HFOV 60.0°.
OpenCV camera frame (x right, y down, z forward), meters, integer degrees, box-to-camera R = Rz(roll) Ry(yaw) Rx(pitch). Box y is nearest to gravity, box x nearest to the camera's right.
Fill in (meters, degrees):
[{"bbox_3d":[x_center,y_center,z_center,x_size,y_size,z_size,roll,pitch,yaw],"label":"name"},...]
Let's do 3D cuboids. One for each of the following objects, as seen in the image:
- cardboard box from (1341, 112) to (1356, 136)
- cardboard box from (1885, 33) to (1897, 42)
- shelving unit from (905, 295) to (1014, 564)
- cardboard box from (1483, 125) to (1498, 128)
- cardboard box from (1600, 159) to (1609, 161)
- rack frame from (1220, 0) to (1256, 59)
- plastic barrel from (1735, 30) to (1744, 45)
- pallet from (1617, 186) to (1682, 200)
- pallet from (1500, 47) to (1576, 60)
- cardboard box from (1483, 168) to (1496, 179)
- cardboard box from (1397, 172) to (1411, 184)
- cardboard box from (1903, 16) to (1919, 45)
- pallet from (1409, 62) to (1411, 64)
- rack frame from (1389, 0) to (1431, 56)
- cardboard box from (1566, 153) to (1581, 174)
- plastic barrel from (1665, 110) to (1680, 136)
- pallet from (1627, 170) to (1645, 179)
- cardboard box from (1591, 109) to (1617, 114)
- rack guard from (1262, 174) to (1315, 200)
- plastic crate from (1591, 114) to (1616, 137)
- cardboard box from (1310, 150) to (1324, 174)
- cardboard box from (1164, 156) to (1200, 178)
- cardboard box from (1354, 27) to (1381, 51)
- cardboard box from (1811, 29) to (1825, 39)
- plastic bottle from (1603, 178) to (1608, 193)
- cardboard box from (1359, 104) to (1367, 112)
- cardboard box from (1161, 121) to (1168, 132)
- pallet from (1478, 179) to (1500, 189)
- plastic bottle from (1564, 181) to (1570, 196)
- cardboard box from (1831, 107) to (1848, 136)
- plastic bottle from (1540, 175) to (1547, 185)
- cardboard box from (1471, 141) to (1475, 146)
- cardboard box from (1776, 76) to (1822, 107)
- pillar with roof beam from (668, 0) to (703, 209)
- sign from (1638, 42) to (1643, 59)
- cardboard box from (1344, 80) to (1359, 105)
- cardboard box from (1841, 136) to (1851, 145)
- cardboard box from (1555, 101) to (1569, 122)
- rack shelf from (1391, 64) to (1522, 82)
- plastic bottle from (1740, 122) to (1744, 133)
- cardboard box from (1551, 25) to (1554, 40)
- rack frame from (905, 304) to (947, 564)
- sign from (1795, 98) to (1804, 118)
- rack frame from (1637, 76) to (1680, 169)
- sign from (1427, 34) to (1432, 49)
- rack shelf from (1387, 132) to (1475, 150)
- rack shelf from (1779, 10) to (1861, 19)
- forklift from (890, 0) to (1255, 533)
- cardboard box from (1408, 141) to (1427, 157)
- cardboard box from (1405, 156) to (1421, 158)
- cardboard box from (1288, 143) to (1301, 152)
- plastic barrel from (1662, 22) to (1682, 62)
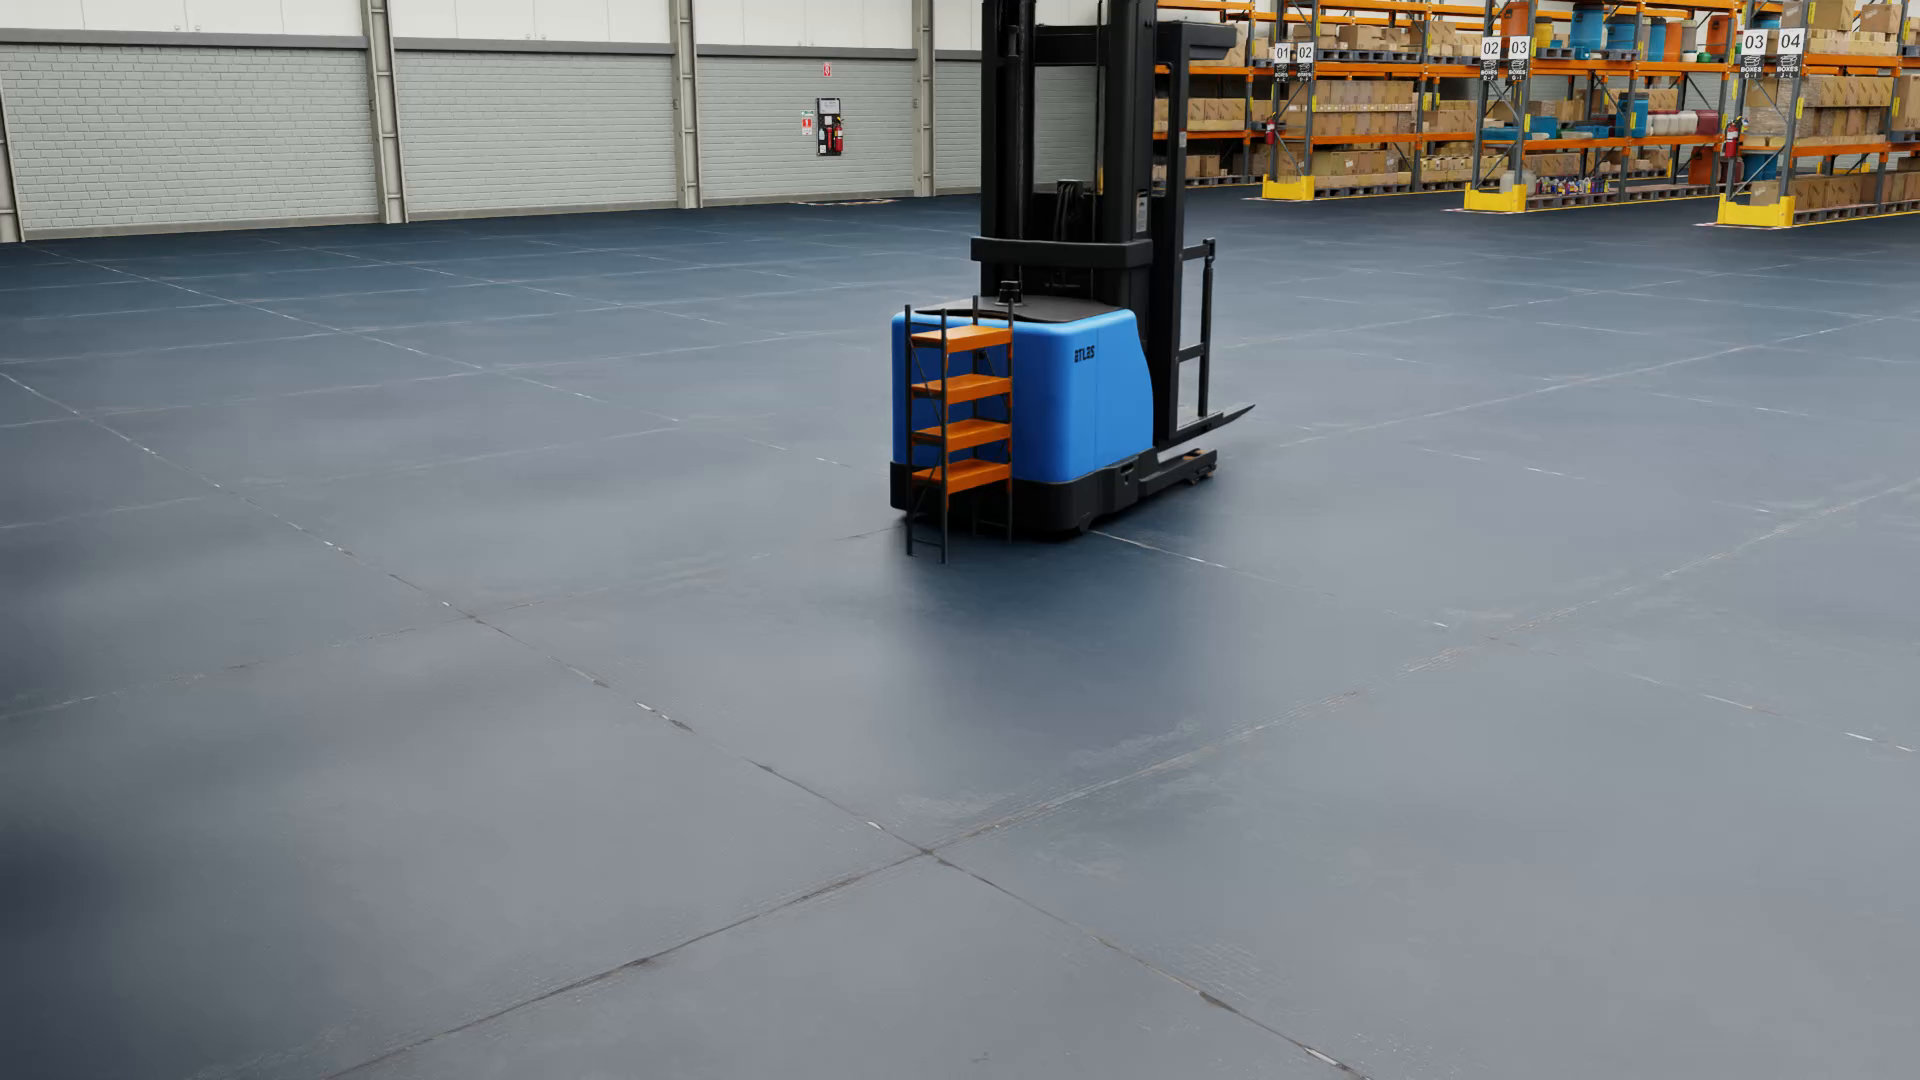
[{"bbox_3d":[8.168,-9.063,36.174,0.500,0.500,0.700,-12,19,-39],"label":"cardboard box"},{"bbox_3d":[16.499,-8.972,29.732,0.250,0.149,0.380,-12,19,-38],"label":"cardboard box"},{"bbox_3d":[0.000,-0.534,7.925,0.258,1.200,0.503,12,19,39],"label":"shelving unit"},{"bbox_3d":[12.574,-9.793,39.587,0.250,0.149,0.380,-13,19,-39],"label":"cardboard box"},{"bbox_3d":[16.898,-9.991,44.197,0.500,0.311,0.500,-13,19,-39],"label":"cardboard box"},{"bbox_3d":[6.799,-13.305,40.624,0.127,3.000,1.000,-13,19,-39],"label":"rack frame"},{"bbox_3d":[17.559,-11.203,37.489,0.433,0.535,0.433,0,15,0],"label":"plastic barrel"},{"bbox_3d":[14.790,-7.479,35.841,1.213,0.211,1.003,-13,19,-39],"label":"pallet"},{"bbox_3d":[10.974,-9.280,31.731,1.213,0.211,1.003,-13,19,-39],"label":"pallet"},{"bbox_3d":[12.448,-8.770,39.786,0.500,0.250,0.500,-13,20,-40],"label":"cardboard box"},{"bbox_3d":[9.848,-8.196,37.637,0.500,0.250,0.500,-13,19,-39],"label":"cardboard box"},{"bbox_3d":[16.974,-9.276,30.339,0.637,0.503,0.797,-14,20,-42],"label":"cardboard box"},{"bbox_3d":[12.175,-12.954,45.492,1.217,0.209,0.805,-14,20,-42],"label":"pallet"},{"bbox_3d":[10.054,-12.341,37.016,0.127,3.000,1.000,-13,19,-39],"label":"rack frame"},{"bbox_3d":[15.526,-9.582,42.300,0.500,0.500,0.500,-13,19,-39],"label":"cardboard box"},{"bbox_3d":[15.048,-8.861,35.346,0.433,0.535,0.433,0,15,0],"label":"plastic barrel"},{"bbox_3d":[17.529,-9.775,44.436,1.213,0.211,1.003,-13,19,-39],"label":"pallet"},{"bbox_3d":[16.652,-10.880,42.975,0.500,0.500,0.500,-12,19,-38],"label":"cardboard box"},{"bbox_3d":[7.018,-7.554,35.560,0.348,0.500,1.175,-13,19,-39],"label":"rack guard"},{"bbox_3d":[13.467,-8.651,34.699,0.583,0.464,0.402,-13,19,-39],"label":"plastic crate"},{"bbox_3d":[7.990,-8.323,36.659,0.500,0.500,0.500,-13,19,-39],"label":"cardboard box"},{"bbox_3d":[5.379,-9.045,40.290,0.500,0.500,0.700,-14,21,-43],"label":"cardboard box"},{"bbox_3d":[8.729,-10.958,36.365,0.637,0.503,0.797,-10,18,-33],"label":"cardboard box"},{"bbox_3d":[14.155,-8.432,27.711,0.250,0.149,0.380,-12,19,-38],"label":"cardboard box"},{"bbox_3d":[13.156,-7.233,33.926,0.133,0.283,0.061,-11,19,-37],"label":"plastic bottle"},{"bbox_3d":[8.634,-9.412,36.223,0.250,0.149,0.380,-12,19,-39],"label":"cardboard box"},{"bbox_3d":[4.741,-9.778,39.296,0.500,0.250,0.500,-13,20,-41],"label":"cardboard box"},{"bbox_3d":[12.425,-8.642,40.193,1.213,0.211,1.003,-13,19,-39],"label":"pallet"},{"bbox_3d":[12.040,-6.982,32.987,0.133,0.283,0.061,-12,19,-38],"label":"plastic bottle"},{"bbox_3d":[15.058,-7.383,29.307,0.500,0.500,0.875,-13,19,-39],"label":"cardboard box"},{"bbox_3d":[11.818,-7.219,33.746,0.185,0.351,0.144,-12,19,-37],"label":"plastic bottle"},{"bbox_3d":[14.782,-11.542,48.421,0.250,0.149,0.380,-12,19,-39],"label":"cardboard box"},{"bbox_3d":[14.130,-7.551,28.001,0.500,0.500,0.500,-13,19,-39],"label":"cardboard box"},{"bbox_3d":[-2.484,-10.044,28.413,0.400,9.000,9.100,-13,19,-39],"label":"pillar with roof beam"},{"bbox_3d":[13.656,-9.823,33.381,0.005,0.325,0.100,-13,19,-39],"label":"sign"},{"bbox_3d":[8.210,-9.702,36.051,0.500,0.500,0.700,-13,19,-39],"label":"cardboard box"},{"bbox_3d":[15.444,-7.048,29.309,0.250,0.149,0.380,-13,19,-39],"label":"cardboard box"},{"bbox_3d":[14.797,-10.738,41.631,0.700,0.500,0.500,10,18,33],"label":"cardboard box"},{"bbox_3d":[11.563,-10.883,38.764,4.000,0.370,1.077,-13,19,-39],"label":"rack shelf"},{"bbox_3d":[17.513,-9.241,37.260,0.133,0.283,0.061,-13,19,-39],"label":"plastic bottle"},{"bbox_3d":[14.174,-12.347,40.717,0.500,0.500,0.500,-13,19,-39],"label":"cardboard box"},{"bbox_3d":[-0.157,-0.486,7.745,0.240,1.200,0.015,12,19,39],"label":"rack frame"},{"bbox_3d":[13.893,-7.149,27.524,0.005,0.325,0.100,-13,19,-39],"label":"sign"},{"bbox_3d":[19.107,-11.476,45.400,0.127,3.000,1.000,-13,19,-39],"label":"rack frame"},{"bbox_3d":[10.419,-11.072,36.922,0.005,0.325,0.100,-13,19,-39],"label":"sign"},{"bbox_3d":[11.563,-9.434,39.151,4.000,0.370,1.077,-13,19,-39],"label":"rack shelf"},{"bbox_3d":[20.847,-12.530,39.890,4.000,0.370,1.077,-13,19,-39],"label":"rack shelf"},{"bbox_3d":[0.827,-1.784,9.248,1.130,2.935,3.031,9,17,30],"label":"forklift"},{"bbox_3d":[12.429,-10.791,46.188,0.750,0.750,0.750,-12,19,-39],"label":"cardboard box"},{"bbox_3d":[10.560,-8.802,38.818,0.500,0.311,0.500,-12,19,-38],"label":"cardboard box"},{"bbox_3d":[8.452,-10.147,42.963,0.500,0.250,0.500,-13,20,-40],"label":"cardboard box"},{"bbox_3d":[15.065,-10.605,35.494,0.708,0.830,0.600,-13,19,-39],"label":"plastic barrel"}]
